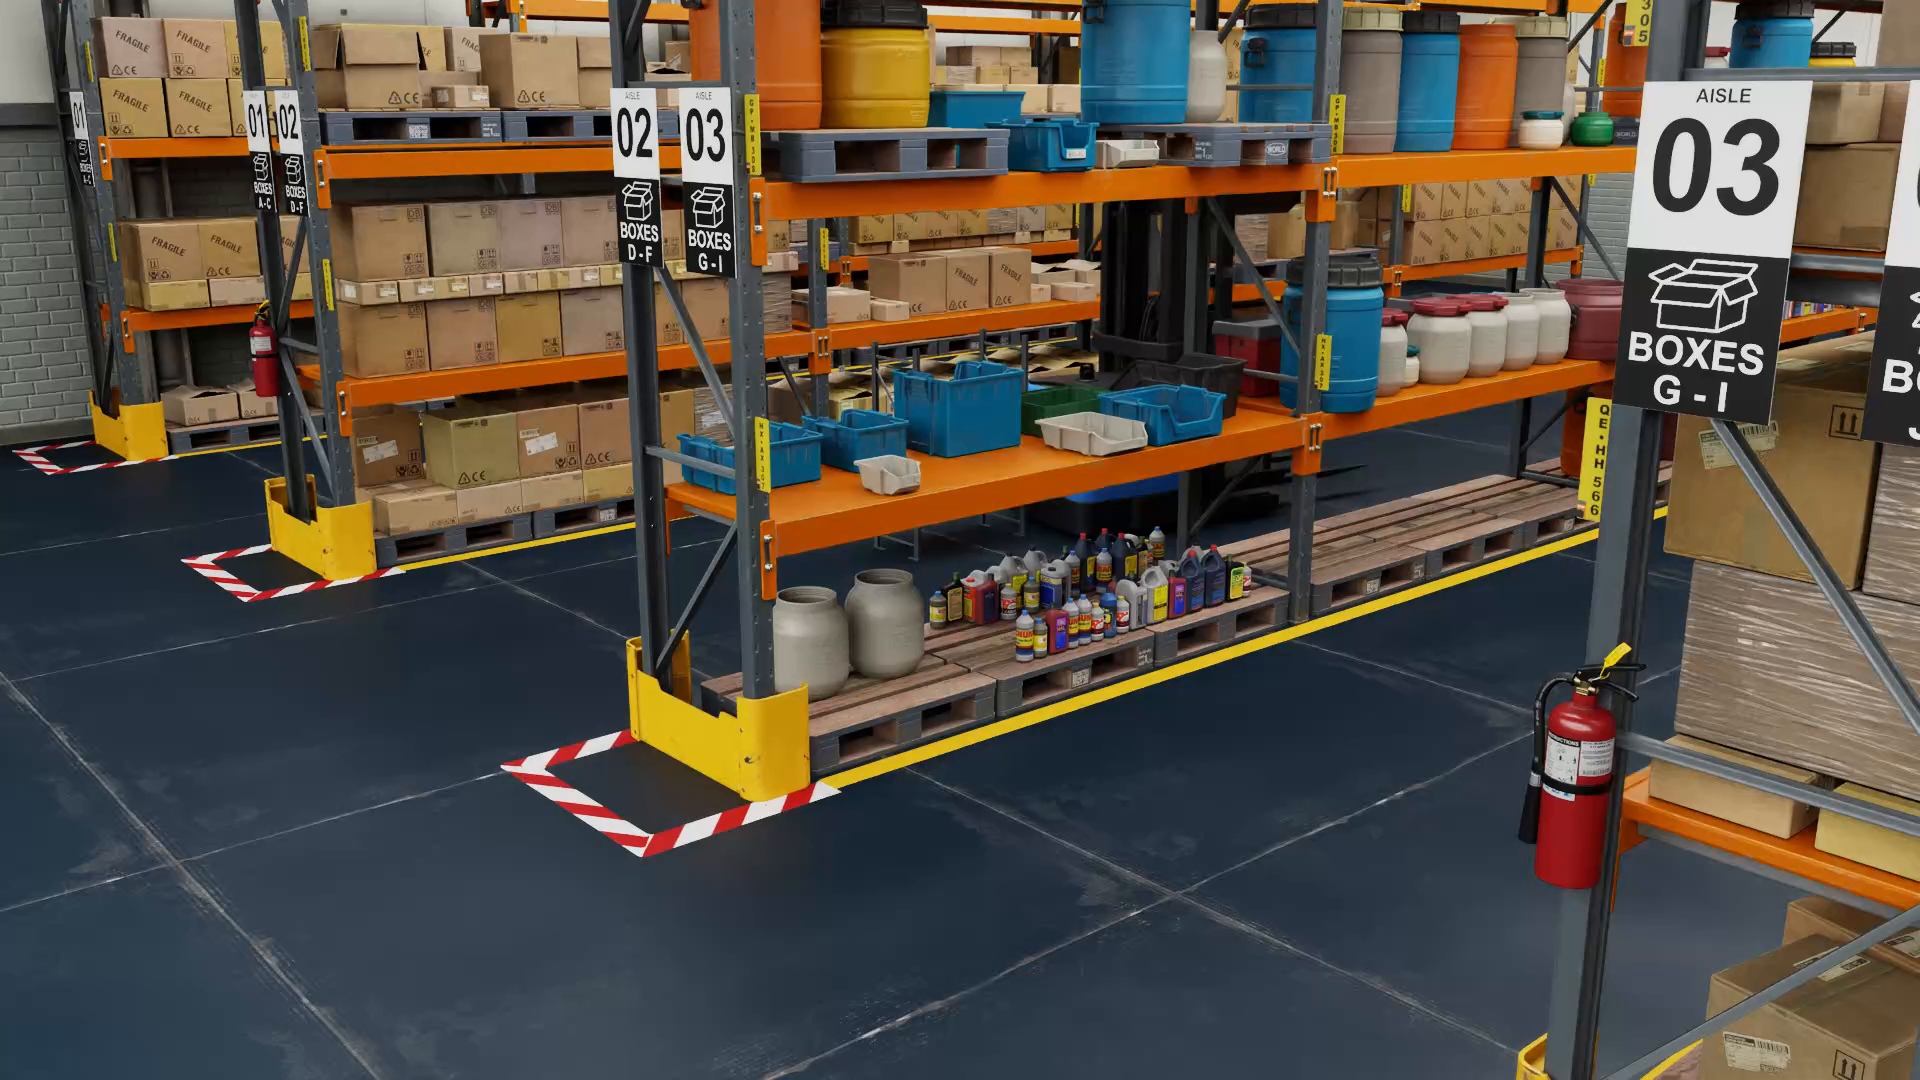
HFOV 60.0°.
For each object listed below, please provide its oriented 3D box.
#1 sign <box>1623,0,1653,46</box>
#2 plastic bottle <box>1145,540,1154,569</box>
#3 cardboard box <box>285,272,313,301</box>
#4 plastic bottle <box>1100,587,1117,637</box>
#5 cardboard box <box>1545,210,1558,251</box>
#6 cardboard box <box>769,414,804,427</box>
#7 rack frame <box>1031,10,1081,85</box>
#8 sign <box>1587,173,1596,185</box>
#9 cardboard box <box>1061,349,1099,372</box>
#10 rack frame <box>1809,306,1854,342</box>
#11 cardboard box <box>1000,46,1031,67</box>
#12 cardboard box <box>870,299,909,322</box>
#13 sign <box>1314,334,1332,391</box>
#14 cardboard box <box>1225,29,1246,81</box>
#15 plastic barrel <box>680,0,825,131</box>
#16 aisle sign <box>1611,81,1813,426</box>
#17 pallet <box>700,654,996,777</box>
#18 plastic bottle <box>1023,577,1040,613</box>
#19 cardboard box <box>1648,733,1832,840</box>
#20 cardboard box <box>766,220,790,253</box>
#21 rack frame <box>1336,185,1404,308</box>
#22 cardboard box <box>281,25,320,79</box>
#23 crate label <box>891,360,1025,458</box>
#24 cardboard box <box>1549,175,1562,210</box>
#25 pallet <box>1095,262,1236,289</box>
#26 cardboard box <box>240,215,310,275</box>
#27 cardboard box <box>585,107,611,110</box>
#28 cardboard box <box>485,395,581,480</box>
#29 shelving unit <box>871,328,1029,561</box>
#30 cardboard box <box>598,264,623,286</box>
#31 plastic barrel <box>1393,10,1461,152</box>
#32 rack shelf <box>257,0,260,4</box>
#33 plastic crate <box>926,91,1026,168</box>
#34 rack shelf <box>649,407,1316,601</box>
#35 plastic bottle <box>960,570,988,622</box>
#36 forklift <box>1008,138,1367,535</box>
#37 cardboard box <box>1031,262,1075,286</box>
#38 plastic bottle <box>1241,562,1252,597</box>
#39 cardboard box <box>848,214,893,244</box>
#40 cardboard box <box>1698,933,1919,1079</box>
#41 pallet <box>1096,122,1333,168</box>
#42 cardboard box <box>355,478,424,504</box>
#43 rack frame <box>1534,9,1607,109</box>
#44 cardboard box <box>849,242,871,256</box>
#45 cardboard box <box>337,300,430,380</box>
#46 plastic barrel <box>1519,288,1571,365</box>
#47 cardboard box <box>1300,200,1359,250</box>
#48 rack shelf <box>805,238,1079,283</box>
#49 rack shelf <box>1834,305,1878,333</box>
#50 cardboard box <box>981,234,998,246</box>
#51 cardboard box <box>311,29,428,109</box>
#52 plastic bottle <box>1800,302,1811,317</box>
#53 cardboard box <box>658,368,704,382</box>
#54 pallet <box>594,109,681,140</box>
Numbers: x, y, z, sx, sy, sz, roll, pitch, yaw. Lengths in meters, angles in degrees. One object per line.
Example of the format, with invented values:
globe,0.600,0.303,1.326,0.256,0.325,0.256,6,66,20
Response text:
sign,1.678,-1.373,4.048,0.005,0.325,0.100,-13,19,-39
plastic bottle,1.189,0.099,10.636,0.097,0.201,0.097,0,15,0
cardboard box,-6.380,-2.411,15.716,0.500,0.250,0.500,-13,20,-40
plastic bottle,0.836,0.401,9.370,0.097,0.271,0.097,0,15,0
cardboard box,7.049,-3.855,20.675,0.500,0.500,0.500,-12,19,-39
cardboard box,-1.332,-0.992,14.667,0.500,0.250,0.500,-13,20,-40
rack frame,1.326,-7.208,21.799,0.127,3.000,1.000,-13,19,-39
sign,7.947,-4.625,20.895,0.005,0.325,0.100,-13,19,-39
cardboard box,1.329,-1.677,16.145,0.500,0.311,0.500,-12,19,-38
rack frame,7.829,-2.381,15.353,0.127,3.000,1.000,-13,19,-39
cardboard box,0.576,-6.259,21.557,0.500,0.250,0.500,-11,18,-35
cardboard box,-0.652,-1.980,14.337,0.250,0.149,0.380,-13,19,-39
sign,2.147,-1.051,9.835,0.005,0.325,0.100,-13,19,-39
cardboard box,2.665,-4.895,16.818,0.500,0.500,0.500,-13,19,-39
plastic barrel,-0.940,-2.315,7.646,0.708,0.830,0.600,-13,19,-39
aisle sign,1.784,-0.688,3.976,0.004,0.787,0.394,-13,19,-39
pallet,-0.581,0.840,8.696,1.213,0.211,1.003,-13,19,-39
plastic bottle,0.421,0.321,9.806,0.097,0.201,0.097,0,15,0
cardboard box,2.107,0.649,4.496,0.250,0.149,0.380,-13,19,-39
cardboard box,-1.786,-2.590,13.425,0.500,0.500,0.700,-13,19,-39
rack frame,4.580,-3.346,18.965,0.127,3.000,1.000,-13,19,-39
cardboard box,-6.398,-4.649,15.859,0.500,0.500,0.500,-13,20,-39
crate label,-0.013,-0.730,9.102,0.616,0.435,0.502,-13,19,-39
cardboard box,7.062,-4.341,20.556,0.500,0.500,0.500,-12,19,-38
pallet,2.028,-2.705,16.934,1.003,0.211,1.213,-13,19,-39
cardboard box,-6.396,-2.767,15.596,0.500,0.500,0.500,-13,20,-41
cardboard box,-3.780,-4.745,17.749,0.500,0.311,0.500,-12,19,-38
cardboard box,-3.177,-0.770,12.382,0.500,0.500,0.500,-13,19,-39
shelving unit,-0.064,-0.710,12.002,1.048,1.500,0.538,-13,19,-39
cardboard box,-2.677,-2.005,12.492,0.250,0.149,0.380,-12,19,-38
plastic barrel,3.022,-3.068,11.138,0.708,0.901,0.600,-13,19,-39
rack shelf,-2.964,-4.010,11.994,4.000,0.370,1.077,-13,19,-39
plastic crate,0.017,-2.172,8.786,0.575,0.384,0.392,-13,19,-39
rack shelf,0.285,-0.340,9.104,4.000,0.370,1.077,-13,19,-39
plastic bottle,0.082,0.321,9.661,0.135,0.276,0.152,-12,19,-39
forklift,1.896,-1.690,12.898,3.031,2.935,1.130,-9,17,-31
cardboard box,0.761,-2.512,16.014,0.500,0.311,0.500,-13,20,-40
plastic bottle,1.725,0.235,10.126,0.097,0.201,0.097,0,15,0
cardboard box,-1.158,-3.867,20.104,0.500,0.500,0.500,-12,19,-38
cardboard box,2.510,1.518,4.785,0.500,0.500,0.500,-9,17,-29
pallet,1.314,-2.243,9.388,1.003,0.211,1.213,-13,19,-39
cardboard box,-4.262,-0.336,12.211,0.500,0.250,0.500,-13,19,-39
rack frame,7.598,-6.922,20.728,0.127,3.000,1.000,-13,19,-39
cardboard box,-1.292,-3.531,20.106,0.250,0.149,0.380,-13,20,-40
cardboard box,-4.112,-1.438,11.629,0.500,0.500,0.700,-13,19,-39
plastic barrel,4.176,-1.542,11.993,0.421,0.512,0.421,0,15,0
cardboard box,4.076,-3.561,18.761,0.700,0.500,0.500,8,17,28
rack shelf,-0.183,-3.624,21.398,4.000,0.370,1.077,-13,19,-39
rack shelf,9.338,-2.373,16.714,4.000,0.370,1.077,-13,19,-39
cardboard box,0.269,-3.879,21.409,0.250,0.149,0.380,-13,20,-41
cardboard box,-4.036,-3.180,11.244,0.637,0.503,0.797,-11,18,-36
plastic bottle,7.350,-2.138,14.538,0.185,0.351,0.144,-13,19,-39
cardboard box,-2.382,-1.124,13.707,0.500,0.500,0.500,-13,19,-39
pallet,-2.081,-3.248,12.956,1.213,0.211,1.003,-13,19,-39
